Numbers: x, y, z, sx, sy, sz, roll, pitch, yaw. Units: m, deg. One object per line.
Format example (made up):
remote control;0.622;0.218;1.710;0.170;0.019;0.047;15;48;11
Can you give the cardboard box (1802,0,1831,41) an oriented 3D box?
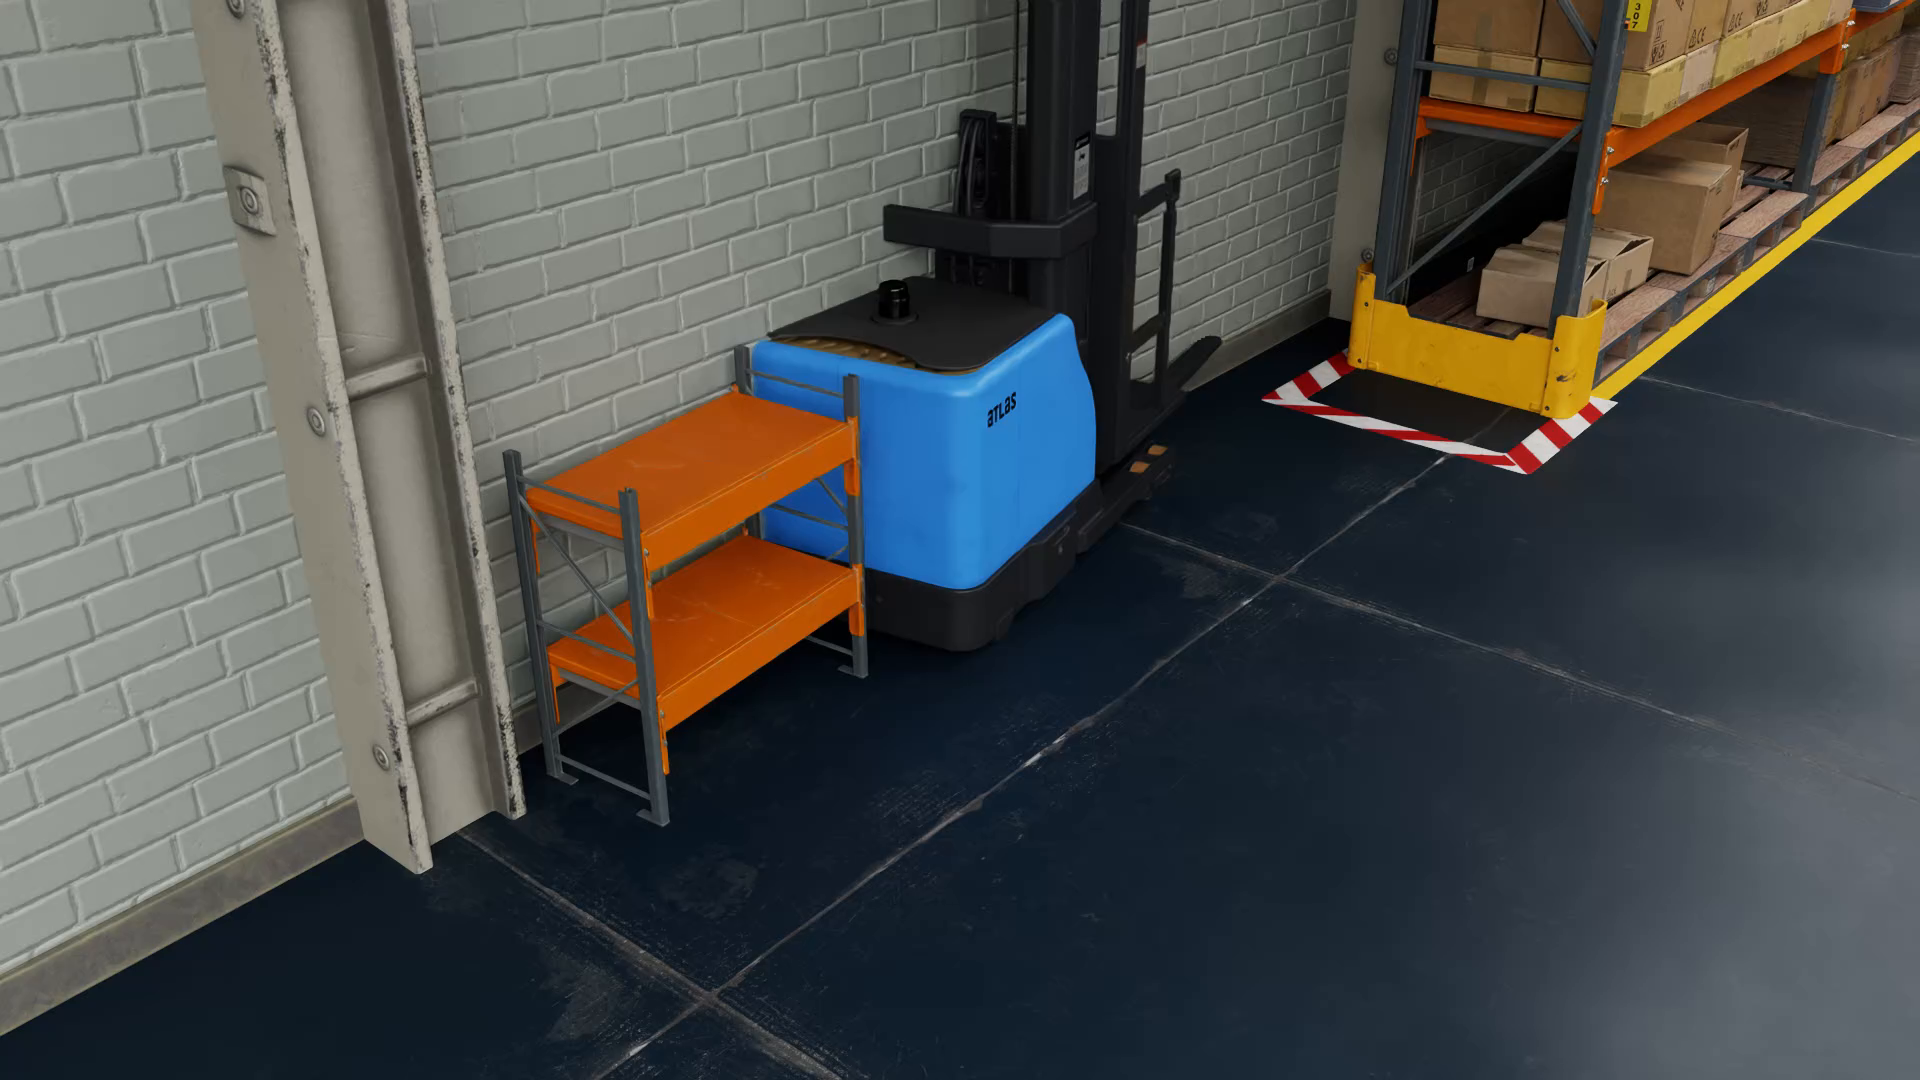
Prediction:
cardboard box;4.616;-3.025;9.474;0.500;0.250;0.500;21;34;35

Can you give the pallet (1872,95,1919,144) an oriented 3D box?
pallet;7.052;-3.416;13.124;1.003;0.211;1.213;21;34;34

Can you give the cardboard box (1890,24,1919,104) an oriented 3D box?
cardboard box;7.133;-3.746;12.968;0.700;0.500;0.500;21;34;35

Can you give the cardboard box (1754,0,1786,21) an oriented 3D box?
cardboard box;3.972;-2.992;8.594;0.500;0.500;0.500;22;35;36

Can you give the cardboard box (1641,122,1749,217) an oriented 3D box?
cardboard box;4.377;-2.219;10.016;0.500;0.500;0.500;18;32;31

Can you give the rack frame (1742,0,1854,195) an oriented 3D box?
rack frame;5.006;-3.513;10.277;1.000;3.000;0.127;21;34;34

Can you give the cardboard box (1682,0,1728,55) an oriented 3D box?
cardboard box;3.320;-2.624;7.883;0.500;0.500;0.500;21;34;35

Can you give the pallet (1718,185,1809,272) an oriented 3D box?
pallet;4.606;-2.026;10.437;1.003;0.211;1.213;21;34;34

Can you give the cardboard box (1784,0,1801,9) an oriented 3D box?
cardboard box;4.303;-3.177;8.951;0.500;0.500;0.500;20;33;33

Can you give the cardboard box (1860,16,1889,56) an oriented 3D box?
cardboard box;6.399;-3.712;12.085;0.500;0.250;0.500;21;34;34

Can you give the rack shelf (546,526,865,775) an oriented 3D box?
rack shelf;-0.821;0.328;5.424;0.538;0.278;1.000;17;32;30

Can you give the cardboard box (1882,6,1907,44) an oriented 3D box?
cardboard box;6.722;-3.895;12.441;0.500;0.250;0.500;21;34;35

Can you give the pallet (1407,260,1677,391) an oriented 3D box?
pallet;3.054;-1.161;8.765;1.003;0.211;1.213;21;34;34

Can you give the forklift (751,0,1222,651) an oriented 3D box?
forklift;0.288;-1.557;6.569;1.130;2.935;3.031;14;30;24

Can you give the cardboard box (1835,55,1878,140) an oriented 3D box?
cardboard box;6.107;-3.231;11.973;0.700;0.500;0.500;21;34;35

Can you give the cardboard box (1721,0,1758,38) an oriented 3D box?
cardboard box;3.653;-2.805;8.234;0.500;0.500;0.500;19;33;33

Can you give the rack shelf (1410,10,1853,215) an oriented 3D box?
rack shelf;3.734;-2.485;9.071;1.077;0.370;4.000;21;34;34

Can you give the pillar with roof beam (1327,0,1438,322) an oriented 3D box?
pillar with roof beam;5.562;-4.002;4.693;9.100;9.000;0.400;21;34;34

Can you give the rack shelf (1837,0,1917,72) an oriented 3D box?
rack shelf;6.279;-3.903;11.813;1.077;0.370;4.000;21;34;34

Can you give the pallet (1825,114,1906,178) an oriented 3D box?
pallet;6.276;-2.986;12.292;1.003;0.211;1.213;21;34;34

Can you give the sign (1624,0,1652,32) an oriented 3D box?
sign;2.881;-2.321;7.030;0.100;0.325;0.005;21;34;34

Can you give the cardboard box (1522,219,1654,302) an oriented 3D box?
cardboard box;3.334;-1.517;8.866;0.500;0.311;0.500;24;36;38

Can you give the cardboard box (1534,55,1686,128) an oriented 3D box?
cardboard box;3.018;-2.117;7.720;0.500;0.250;0.500;20;33;33

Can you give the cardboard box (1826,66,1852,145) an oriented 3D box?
cardboard box;5.752;-3.062;11.646;0.700;0.500;0.500;20;33;33

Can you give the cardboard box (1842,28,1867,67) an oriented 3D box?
cardboard box;6.067;-3.540;11.754;0.500;0.250;0.500;20;33;33

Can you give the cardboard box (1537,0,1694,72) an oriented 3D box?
cardboard box;2.998;-2.452;7.550;0.500;0.500;0.500;21;34;34

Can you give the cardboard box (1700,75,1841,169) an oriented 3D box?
cardboard box;5.462;-2.864;11.264;0.700;0.500;0.500;22;35;36

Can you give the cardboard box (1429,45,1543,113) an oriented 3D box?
cardboard box;2.610;-2.260;7.995;0.500;0.250;0.500;21;34;35

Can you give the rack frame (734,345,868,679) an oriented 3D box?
rack frame;-0.538;-0.084;5.687;0.500;1.125;0.032;17;32;30

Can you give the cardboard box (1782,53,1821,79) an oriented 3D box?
cardboard box;5.739;-3.354;11.395;0.500;0.250;0.500;20;33;33

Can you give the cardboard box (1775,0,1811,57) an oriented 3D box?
cardboard box;4.308;-2.842;9.120;0.500;0.250;0.500;21;34;34

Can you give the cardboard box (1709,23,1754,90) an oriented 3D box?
cardboard box;3.665;-2.485;8.430;0.500;0.250;0.500;20;34;34

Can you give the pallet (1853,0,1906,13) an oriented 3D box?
pallet;5.605;-3.656;10.762;1.003;0.211;1.213;21;34;34

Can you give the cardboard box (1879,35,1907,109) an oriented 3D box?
cardboard box;6.716;-3.597;12.681;0.700;0.500;0.500;21;34;34

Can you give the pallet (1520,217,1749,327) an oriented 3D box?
pallet;3.831;-1.592;9.597;1.003;0.211;1.213;21;34;34

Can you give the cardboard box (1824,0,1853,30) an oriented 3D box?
cardboard box;4.939;-3.199;9.811;0.500;0.250;0.500;21;34;35

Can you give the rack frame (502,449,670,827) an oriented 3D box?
rack frame;-1.103;0.305;4.936;0.500;1.125;0.032;17;32;30

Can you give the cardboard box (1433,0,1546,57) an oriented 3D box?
cardboard box;2.598;-2.600;7.836;0.500;0.500;0.500;20;34;34

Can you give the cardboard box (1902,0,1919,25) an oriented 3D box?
cardboard box;8.120;-4.386;13.845;0.750;0.750;0.750;20;34;34

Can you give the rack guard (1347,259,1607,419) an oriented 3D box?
rack guard;2.510;-1.012;8.162;1.175;0.500;0.348;21;34;34

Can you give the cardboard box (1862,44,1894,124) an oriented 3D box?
cardboard box;6.421;-3.413;12.324;0.700;0.500;0.500;21;34;34

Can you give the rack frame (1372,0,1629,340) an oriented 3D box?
rack frame;2.462;-2.095;7.535;1.000;3.000;0.127;21;34;34

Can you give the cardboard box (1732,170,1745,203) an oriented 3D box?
cardboard box;4.689;-2.252;10.443;0.380;0.166;0.250;16;31;28

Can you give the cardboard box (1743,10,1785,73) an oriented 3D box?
cardboard box;3.989;-2.663;8.775;0.500;0.250;0.500;21;34;35

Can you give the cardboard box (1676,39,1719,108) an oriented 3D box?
cardboard box;3.337;-2.306;8.084;0.500;0.250;0.500;20;33;33

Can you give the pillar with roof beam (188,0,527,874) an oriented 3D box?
pillar with roof beam;1.745;-1.875;0.581;9.100;9.000;0.400;21;34;34

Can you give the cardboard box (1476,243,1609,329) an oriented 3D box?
cardboard box;2.972;-1.315;8.475;0.500;0.311;0.500;17;32;29

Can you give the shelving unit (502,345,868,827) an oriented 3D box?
shelving unit;-0.821;0.111;5.312;0.538;1.125;1.048;17;32;30

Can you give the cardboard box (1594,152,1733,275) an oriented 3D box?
cardboard box;3.839;-1.847;9.297;0.700;0.500;0.500;18;33;31

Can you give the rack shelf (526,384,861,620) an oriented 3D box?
rack shelf;-0.821;-0.149;5.177;0.538;0.278;1.000;17;32;30

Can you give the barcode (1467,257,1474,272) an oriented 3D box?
barcode;2.675;-1.443;8.712;0.001;0.075;0.075;21;34;34

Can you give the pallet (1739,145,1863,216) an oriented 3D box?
pallet;5.500;-2.551;11.452;1.003;0.211;1.213;21;34;34
